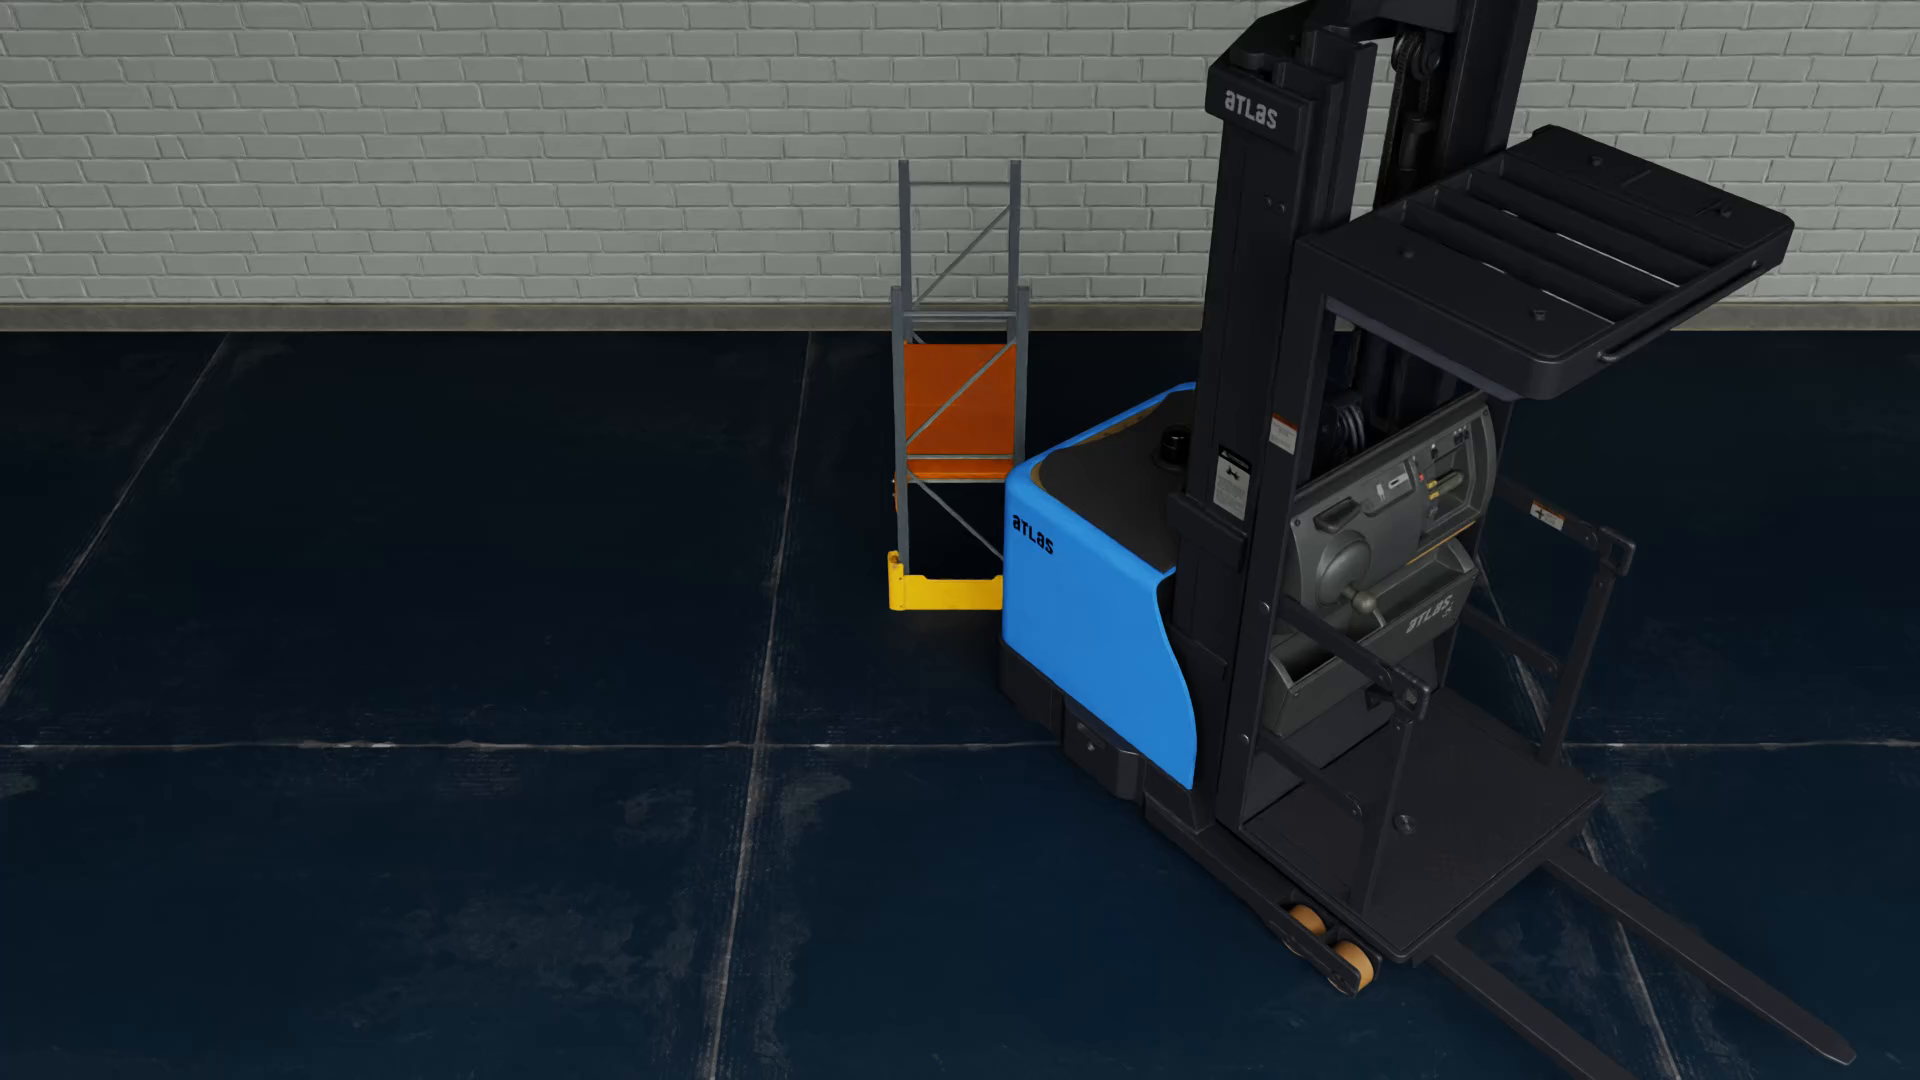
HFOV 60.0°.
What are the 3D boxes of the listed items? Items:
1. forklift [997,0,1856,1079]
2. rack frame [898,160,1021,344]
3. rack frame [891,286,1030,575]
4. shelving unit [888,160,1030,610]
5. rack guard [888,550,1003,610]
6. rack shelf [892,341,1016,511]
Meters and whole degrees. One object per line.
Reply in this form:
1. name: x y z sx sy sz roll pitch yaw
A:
1. forklift: 1.465 -0.029 4.943 1.130 2.935 3.031 -27 46 -30
2. rack frame: -0.001 -0.956 7.244 0.500 1.500 0.032 0 39 0
3. rack frame: 0.000 -0.321 6.451 0.500 1.500 0.032 0 39 0
4. shelving unit: 0.000 -0.633 6.840 0.587 1.500 1.083 0 39 0
5. rack guard: 0.000 0.166 6.843 0.587 0.250 0.087 0 39 0
6. rack shelf: 0.000 -0.498 6.960 0.538 0.185 1.000 0 39 0
